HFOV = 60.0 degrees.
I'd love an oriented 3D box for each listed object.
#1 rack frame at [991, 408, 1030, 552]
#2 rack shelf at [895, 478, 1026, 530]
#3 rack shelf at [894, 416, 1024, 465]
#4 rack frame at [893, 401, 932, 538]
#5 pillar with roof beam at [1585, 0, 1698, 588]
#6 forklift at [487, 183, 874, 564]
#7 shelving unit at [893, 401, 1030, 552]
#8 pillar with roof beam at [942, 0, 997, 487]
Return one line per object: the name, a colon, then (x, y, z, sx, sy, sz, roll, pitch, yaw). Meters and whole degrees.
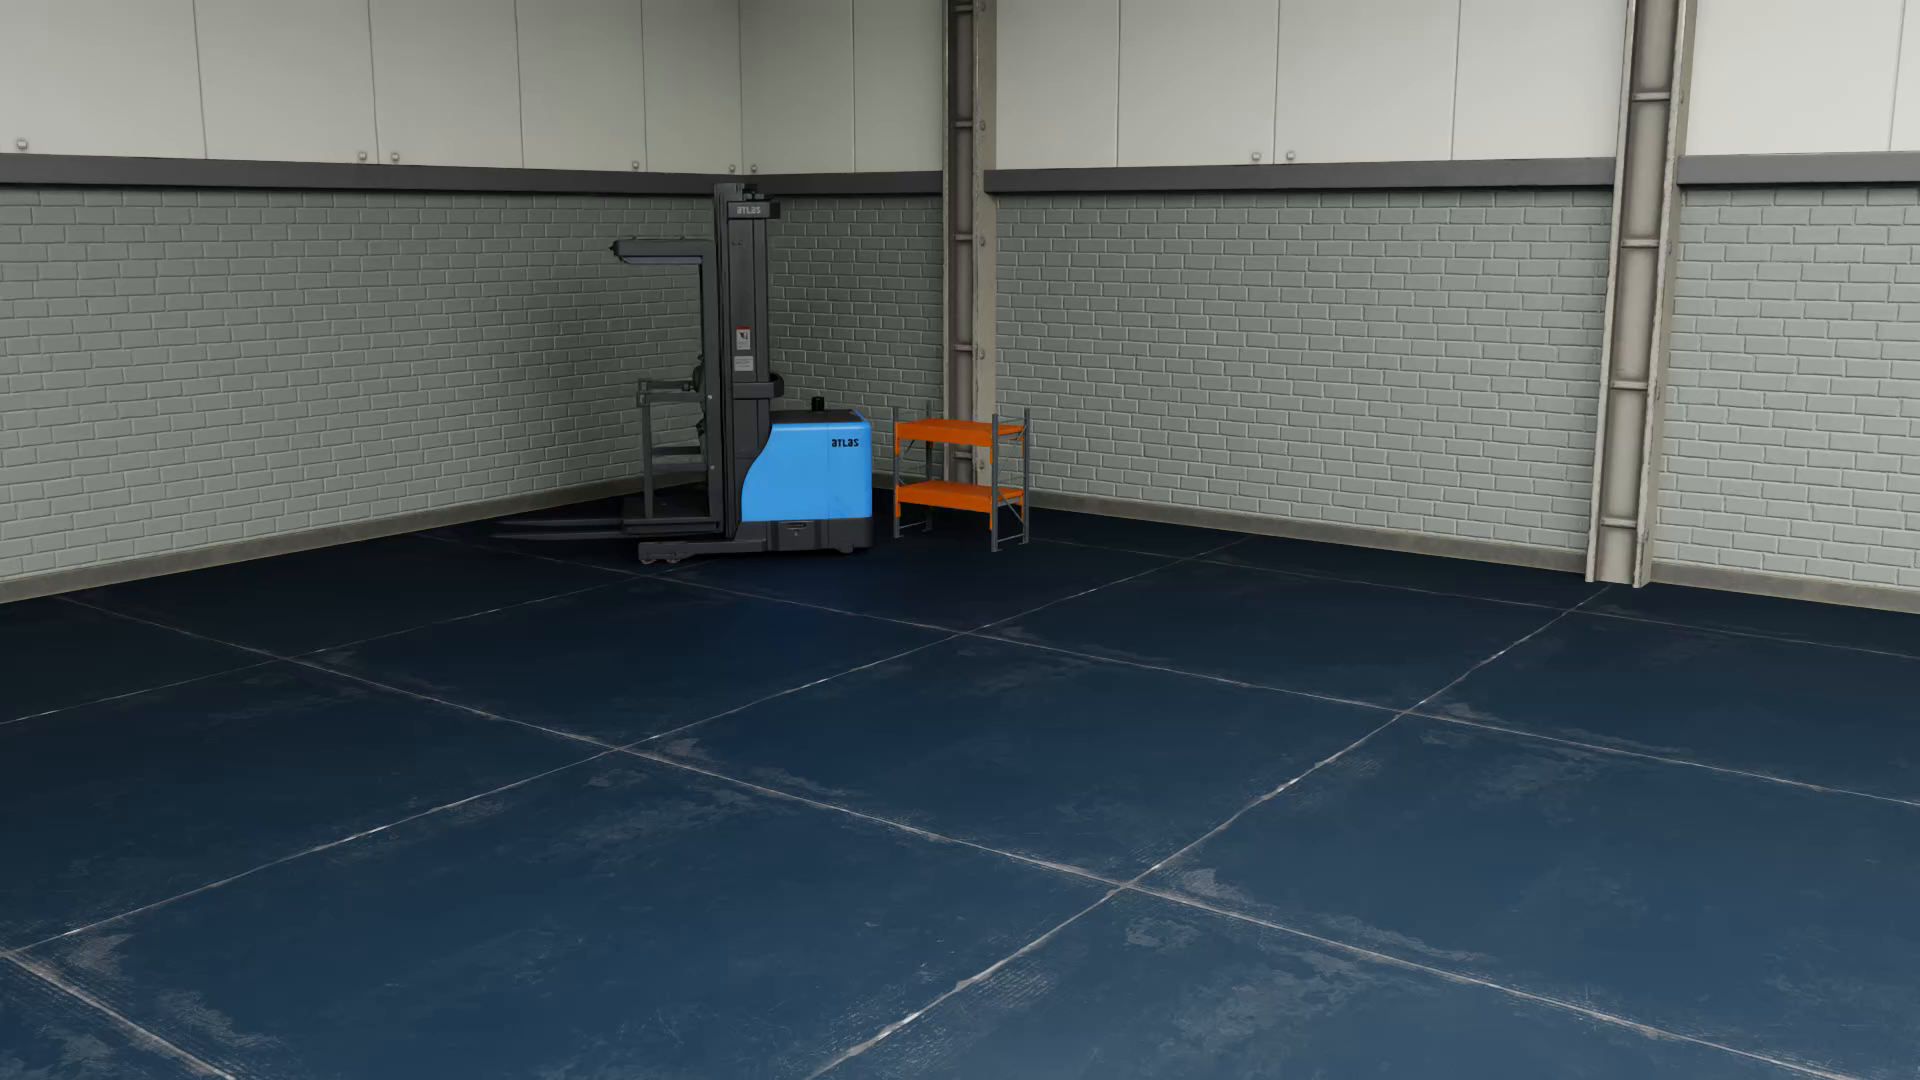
rack frame: (0.415, -0.494, 13.624, 0.032, 1.125, 0.500, 8, 13, 36)
rack shelf: (0.005, -0.311, 13.965, 1.000, 0.278, 0.538, 8, 13, 36)
rack shelf: (0.005, -0.839, 13.863, 1.000, 0.278, 0.538, 8, 13, 36)
rack frame: (-0.404, -0.609, 14.214, 0.032, 1.125, 0.500, 8, 13, 36)
pillar with roof beam: (2.375, -3.452, 8.182, 0.400, 9.000, 9.100, 8, 13, 36)
forklift: (-2.261, -1.360, 13.342, 3.031, 2.935, 1.130, -2, 11, -10)
shelving unit: (0.005, -0.552, 13.919, 1.048, 1.125, 0.538, 8, 13, 36)
pillar with roof beam: (-2.461, -4.127, 11.669, 0.400, 9.000, 9.100, 8, 13, 36)
